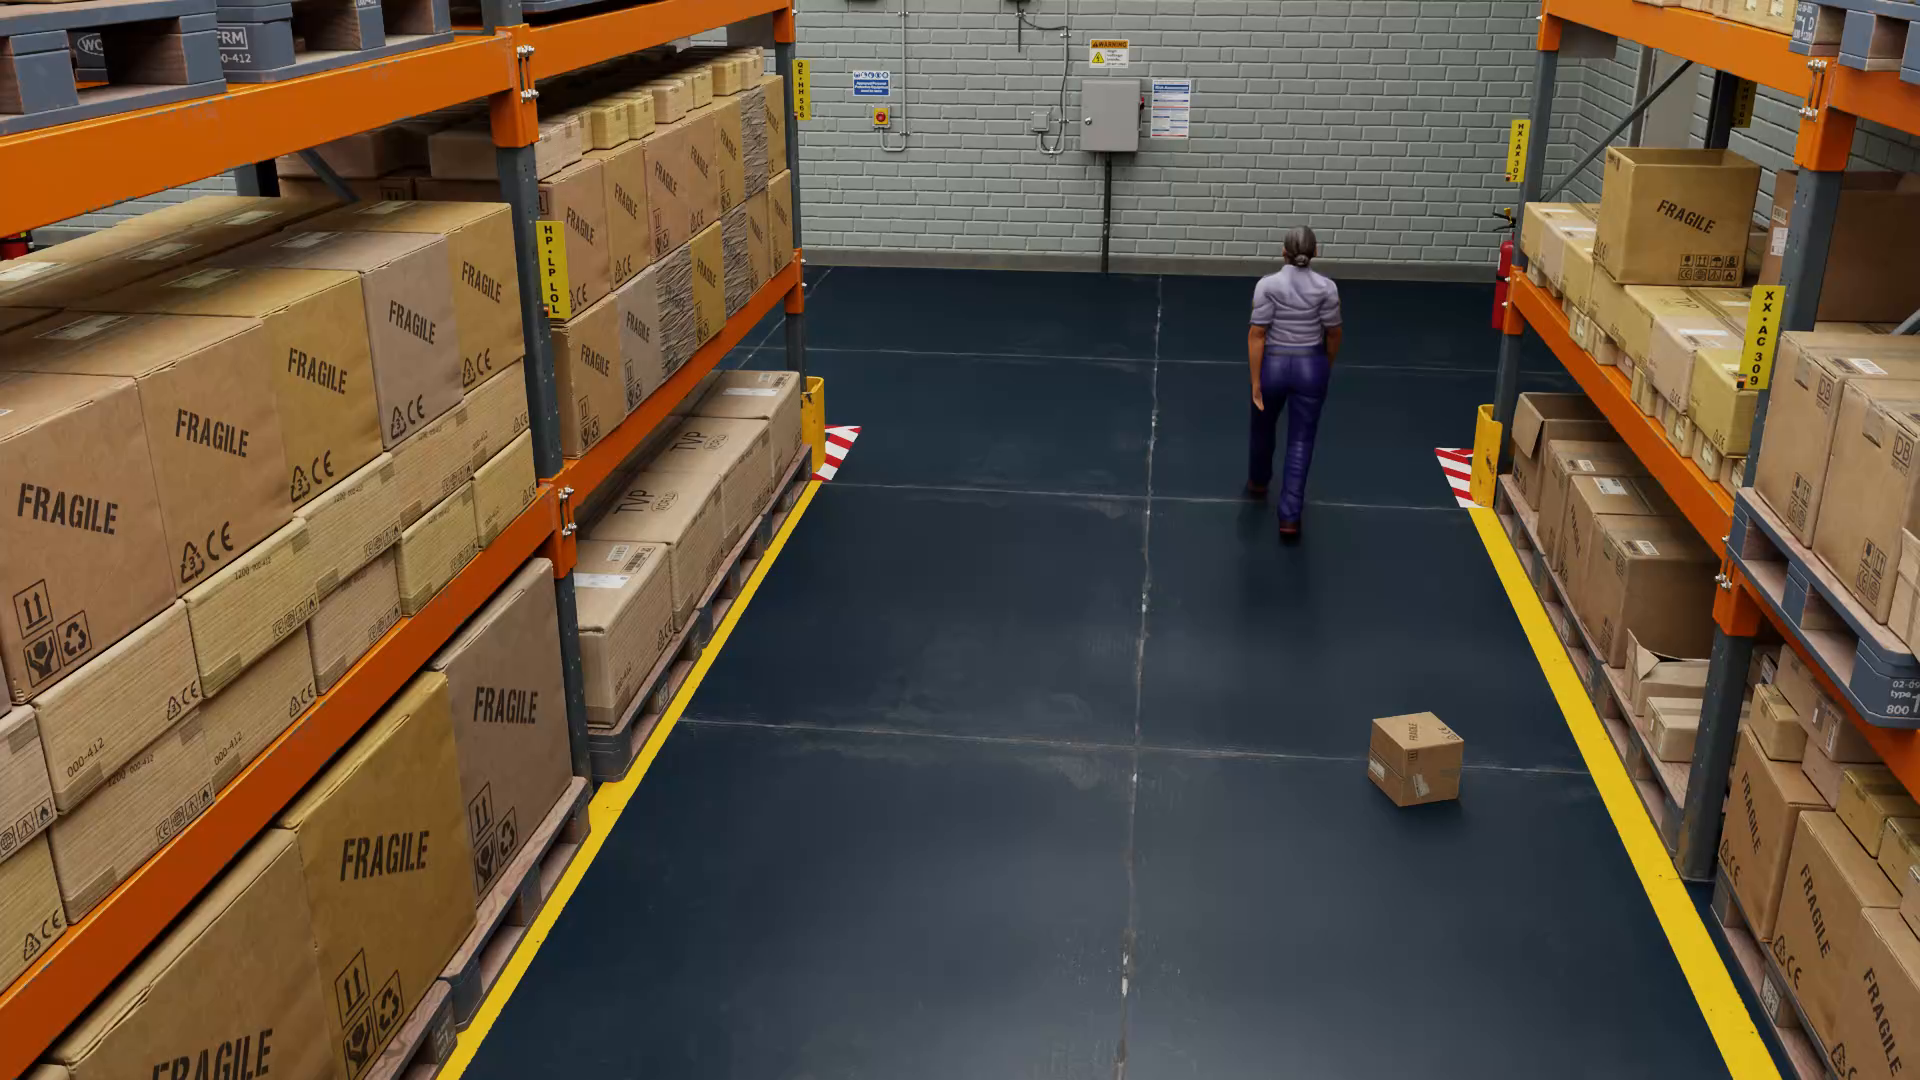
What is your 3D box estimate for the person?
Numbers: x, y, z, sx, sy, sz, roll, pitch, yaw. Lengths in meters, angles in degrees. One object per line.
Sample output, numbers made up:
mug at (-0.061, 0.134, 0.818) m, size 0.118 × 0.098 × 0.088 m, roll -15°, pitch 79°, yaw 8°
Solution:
person at (1.785, -0.913, 8.913) m, size 0.482 × 1.586 × 0.984 m, roll 5°, pitch 22°, yaw 11°
